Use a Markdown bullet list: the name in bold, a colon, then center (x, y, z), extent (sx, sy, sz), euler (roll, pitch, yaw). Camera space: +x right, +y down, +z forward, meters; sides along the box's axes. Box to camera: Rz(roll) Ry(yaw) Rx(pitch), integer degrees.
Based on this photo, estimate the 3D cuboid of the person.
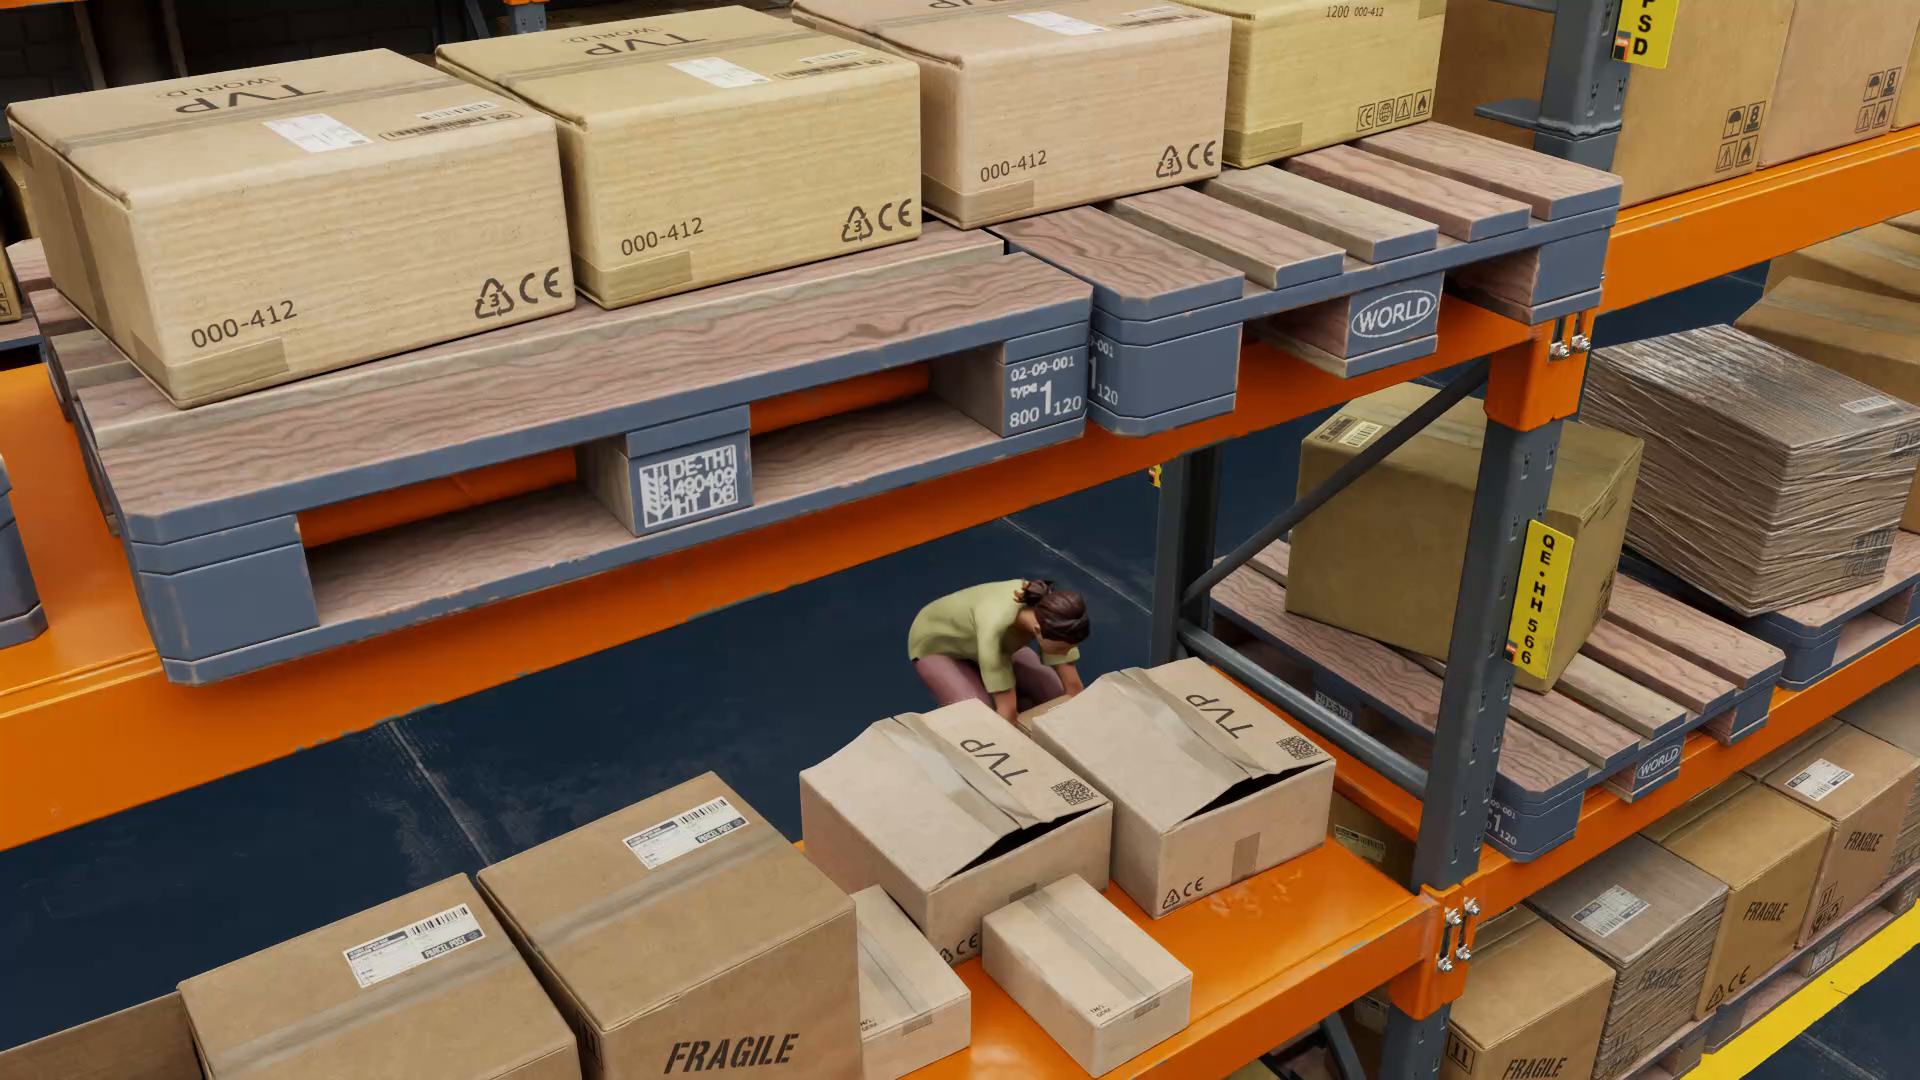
- **person**: center (0.157, 0.494, 6.007), extent (0.462, 0.930, 0.833), euler (-20, 34, -32)
